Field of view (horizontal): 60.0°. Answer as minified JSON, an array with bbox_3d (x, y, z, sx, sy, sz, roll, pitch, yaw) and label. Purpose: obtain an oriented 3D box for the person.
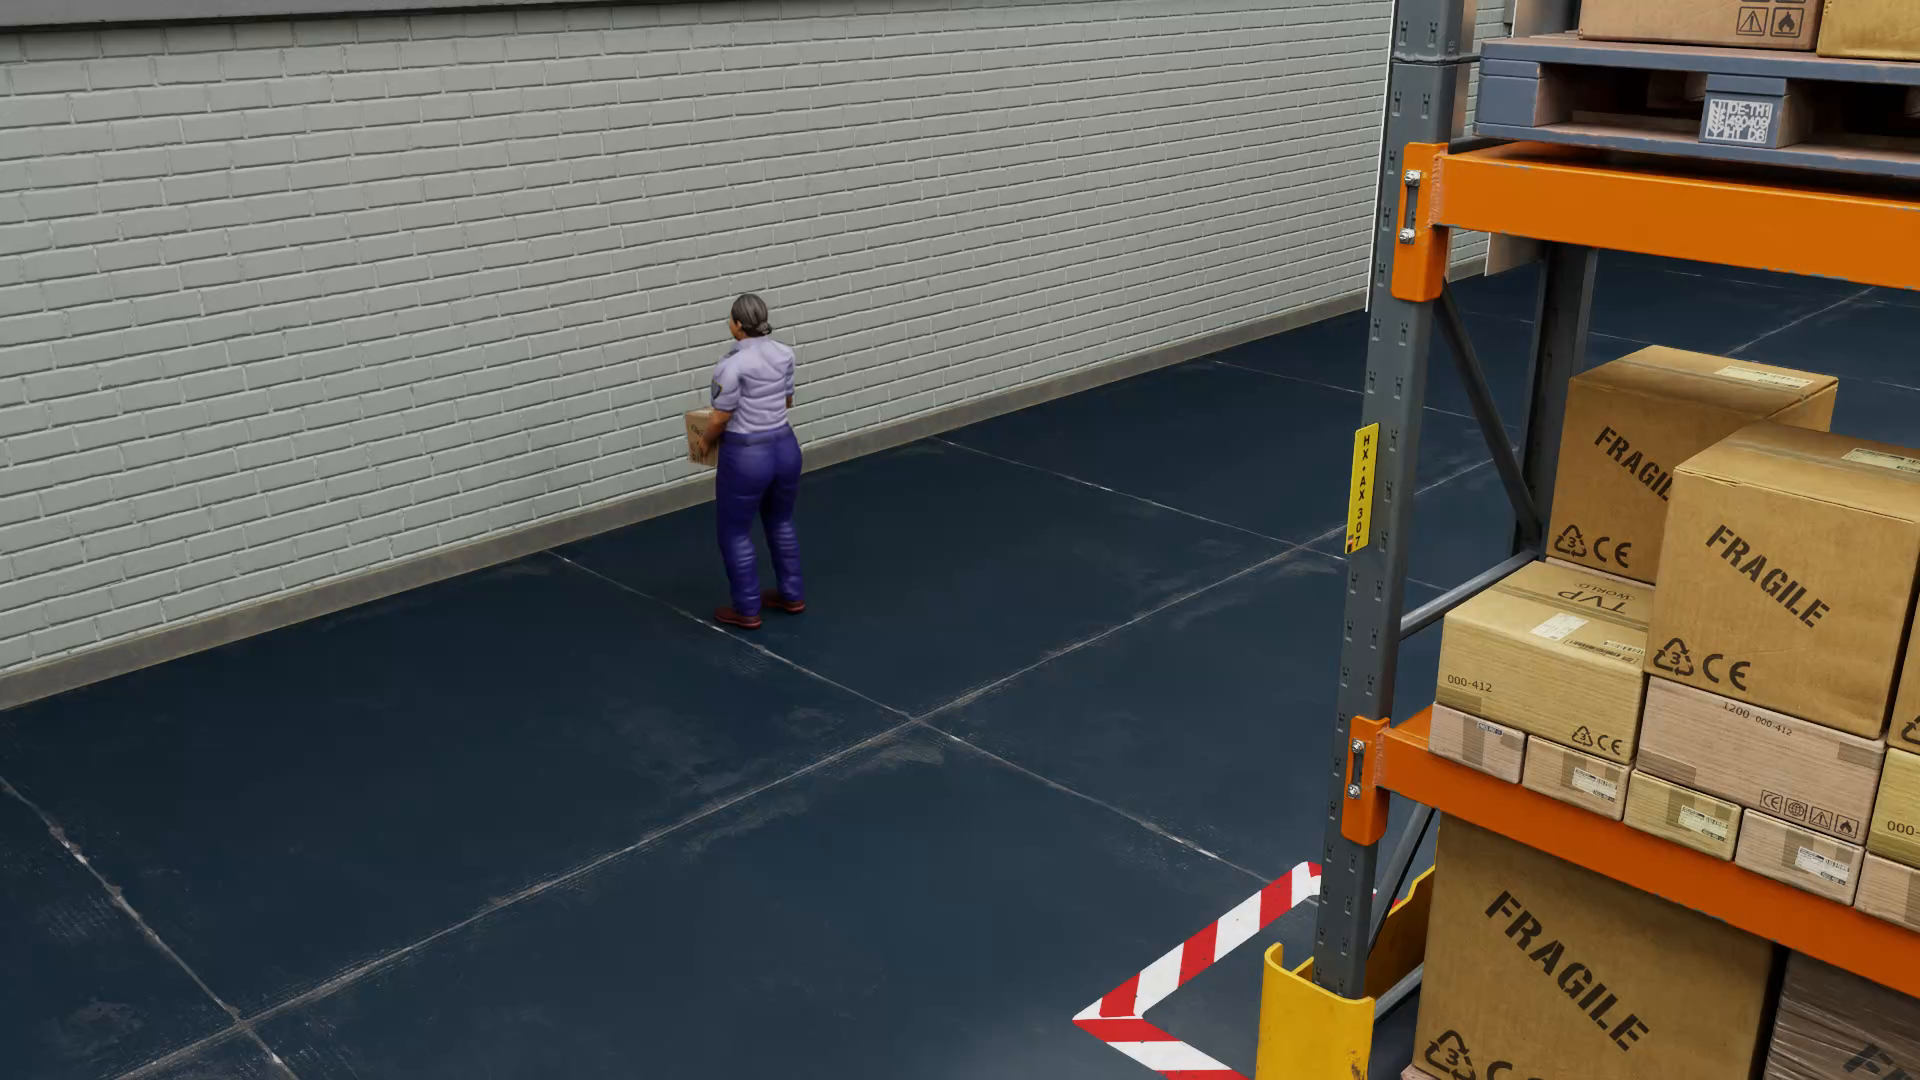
[{"bbox_3d":[-1.051,-0.405,8.158,0.441,1.654,0.487,19,28,40],"label":"person"}]
